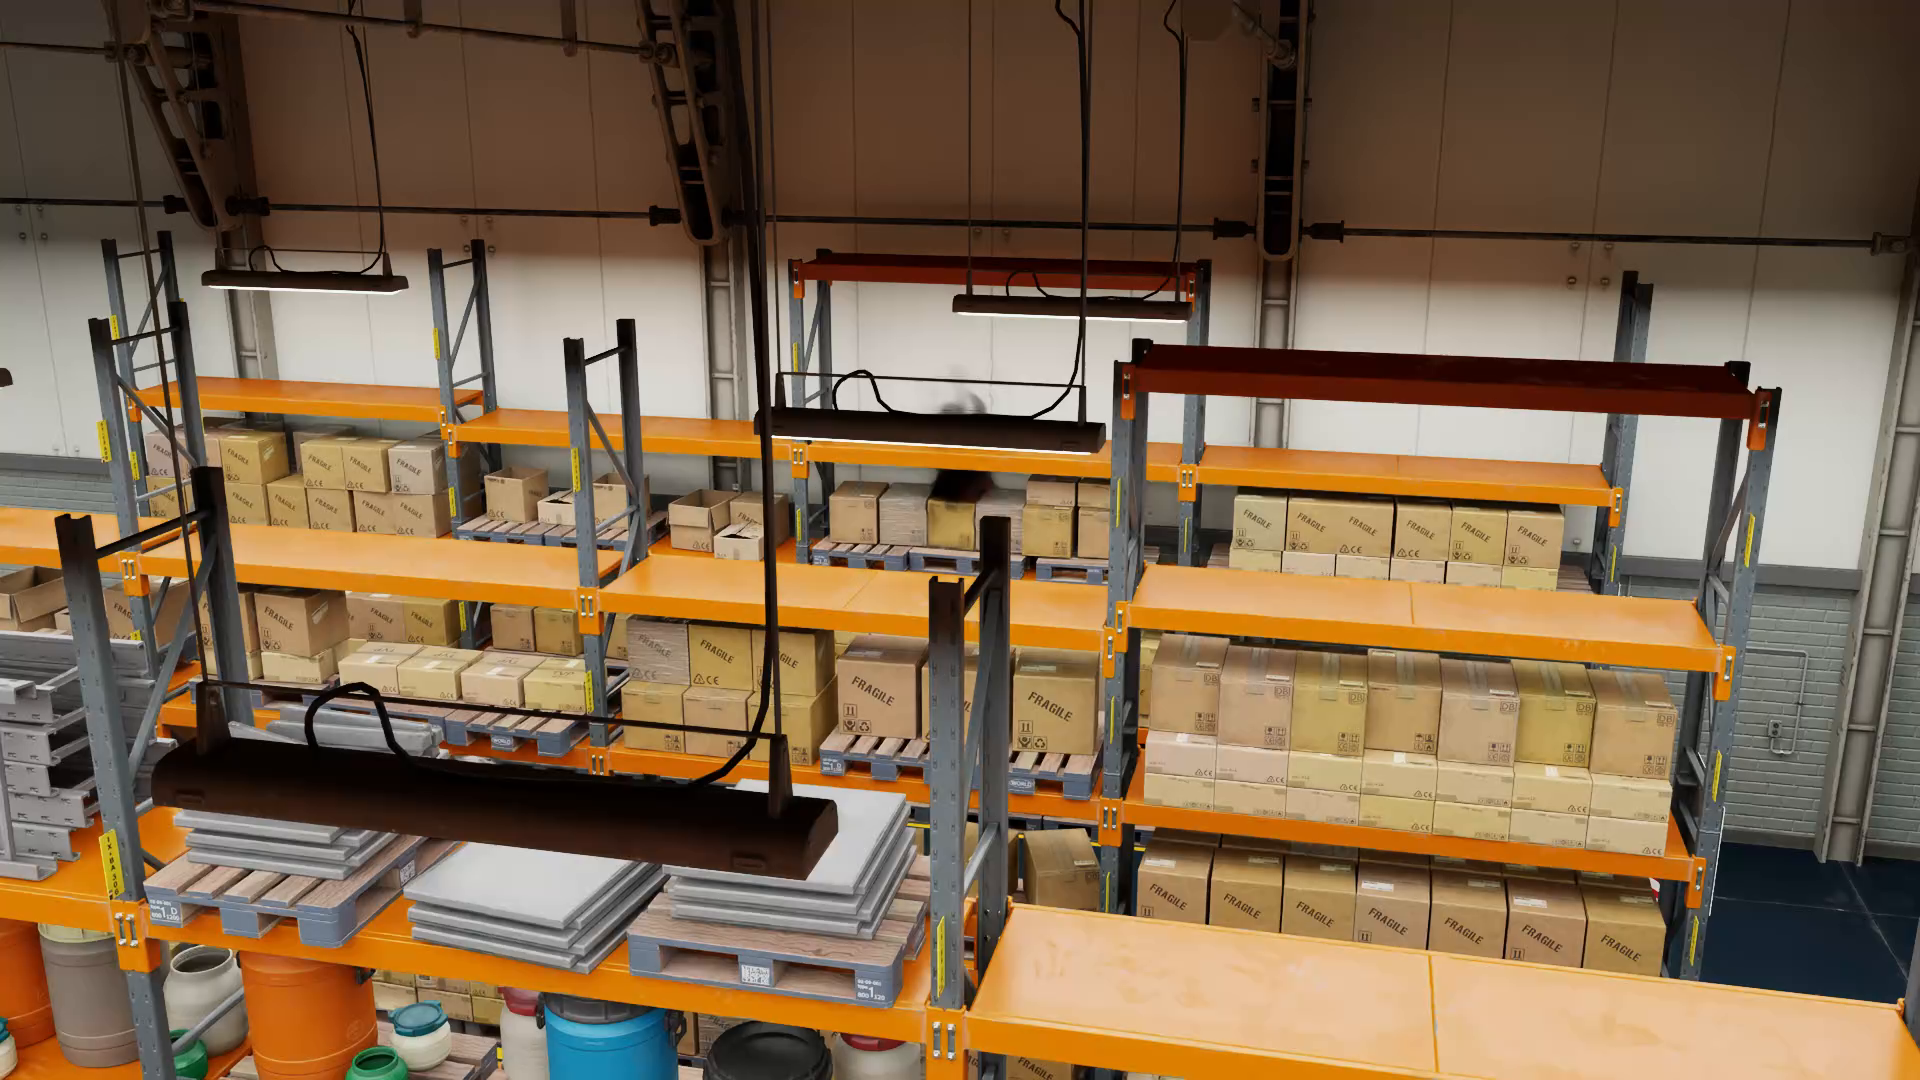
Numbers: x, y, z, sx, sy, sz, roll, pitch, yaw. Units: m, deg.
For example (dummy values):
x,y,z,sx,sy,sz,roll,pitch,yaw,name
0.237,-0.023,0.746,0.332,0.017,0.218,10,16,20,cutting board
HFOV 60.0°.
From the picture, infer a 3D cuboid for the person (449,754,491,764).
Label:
x,y,z,sx,sy,sz,roll,pitch,yaw,name
-4.863,2.636,16.120,0.947,1.763,0.629,3,17,9,person
